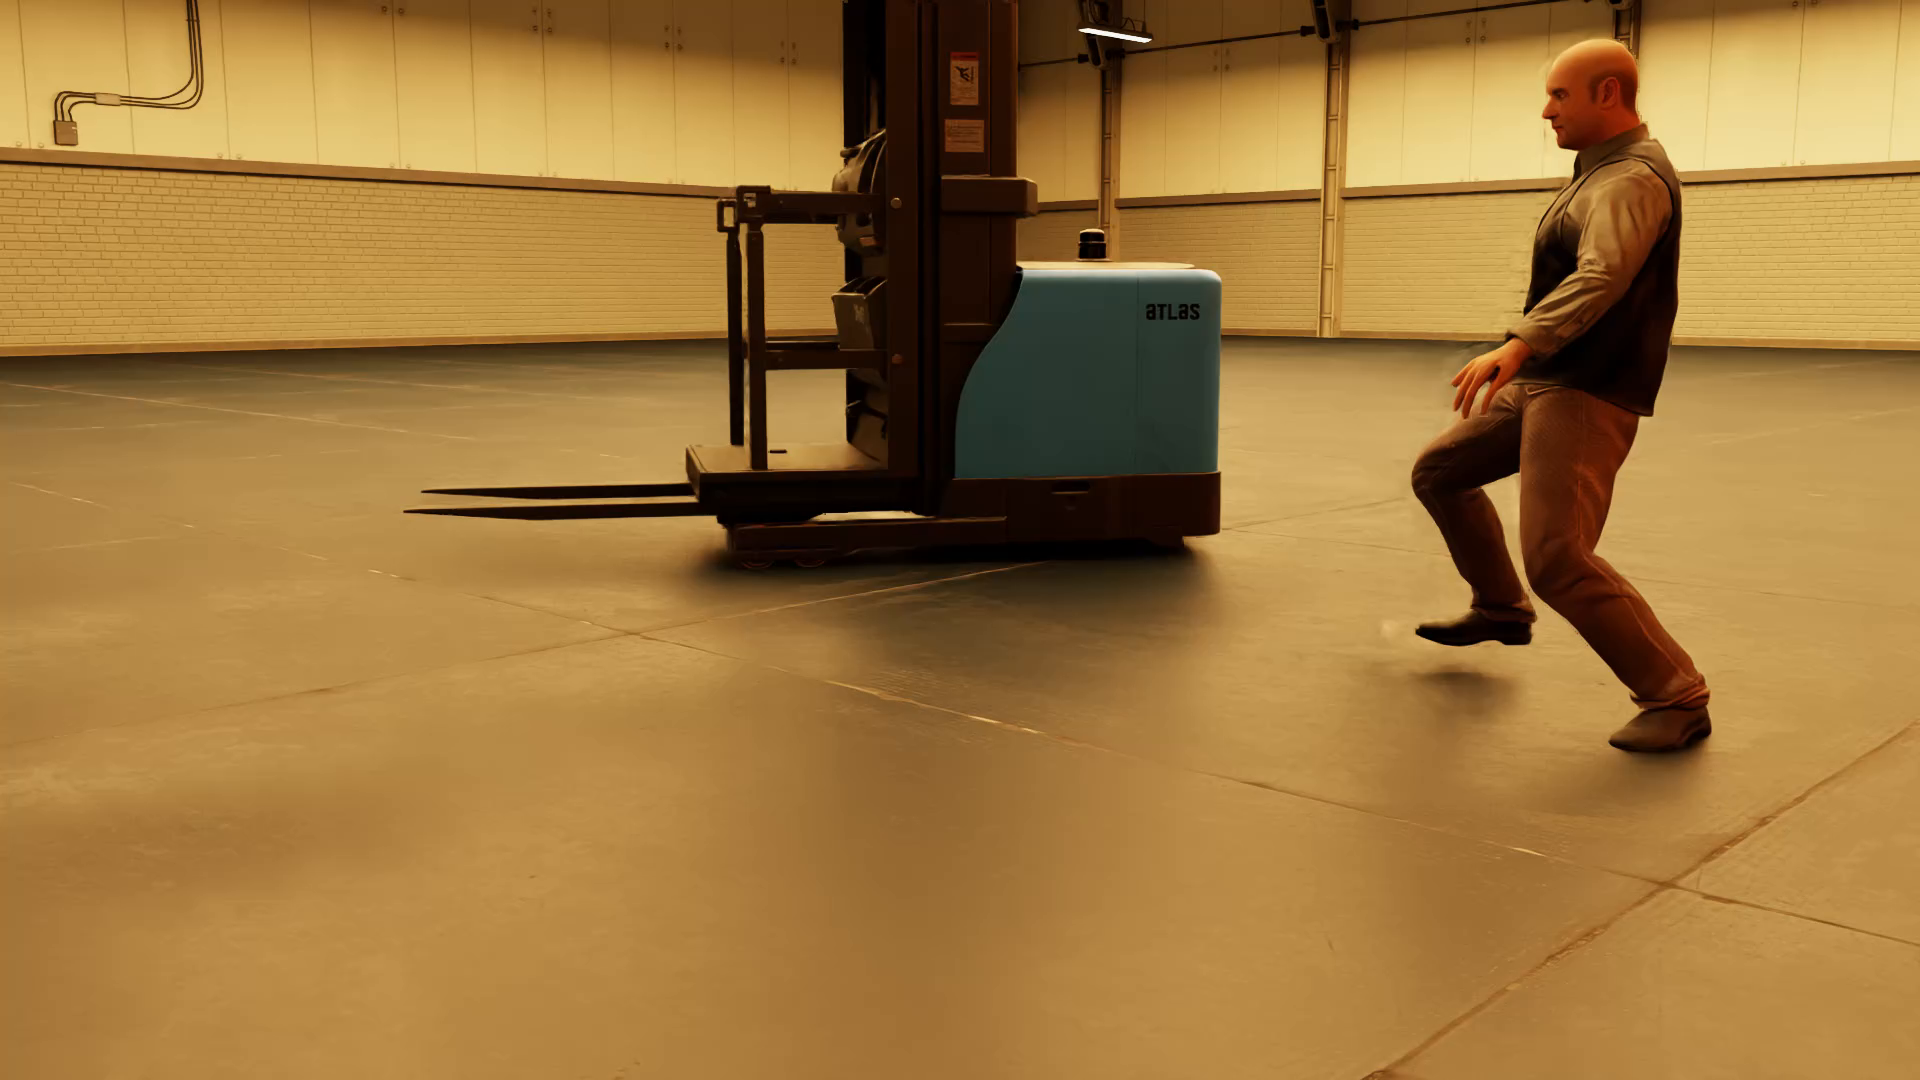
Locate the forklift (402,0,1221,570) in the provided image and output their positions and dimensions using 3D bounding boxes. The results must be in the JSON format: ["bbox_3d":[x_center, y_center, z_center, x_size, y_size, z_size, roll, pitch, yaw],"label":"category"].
[{"bbox_3d":[-0.567,-1.427,6.350,3.031,2.935,1.130,-2,9,-12],"label":"forklift"}]

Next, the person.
[{"bbox_3d":[1.433,-0.366,3.956,0.696,1.593,0.939,3,9,17],"label":"person"}]
